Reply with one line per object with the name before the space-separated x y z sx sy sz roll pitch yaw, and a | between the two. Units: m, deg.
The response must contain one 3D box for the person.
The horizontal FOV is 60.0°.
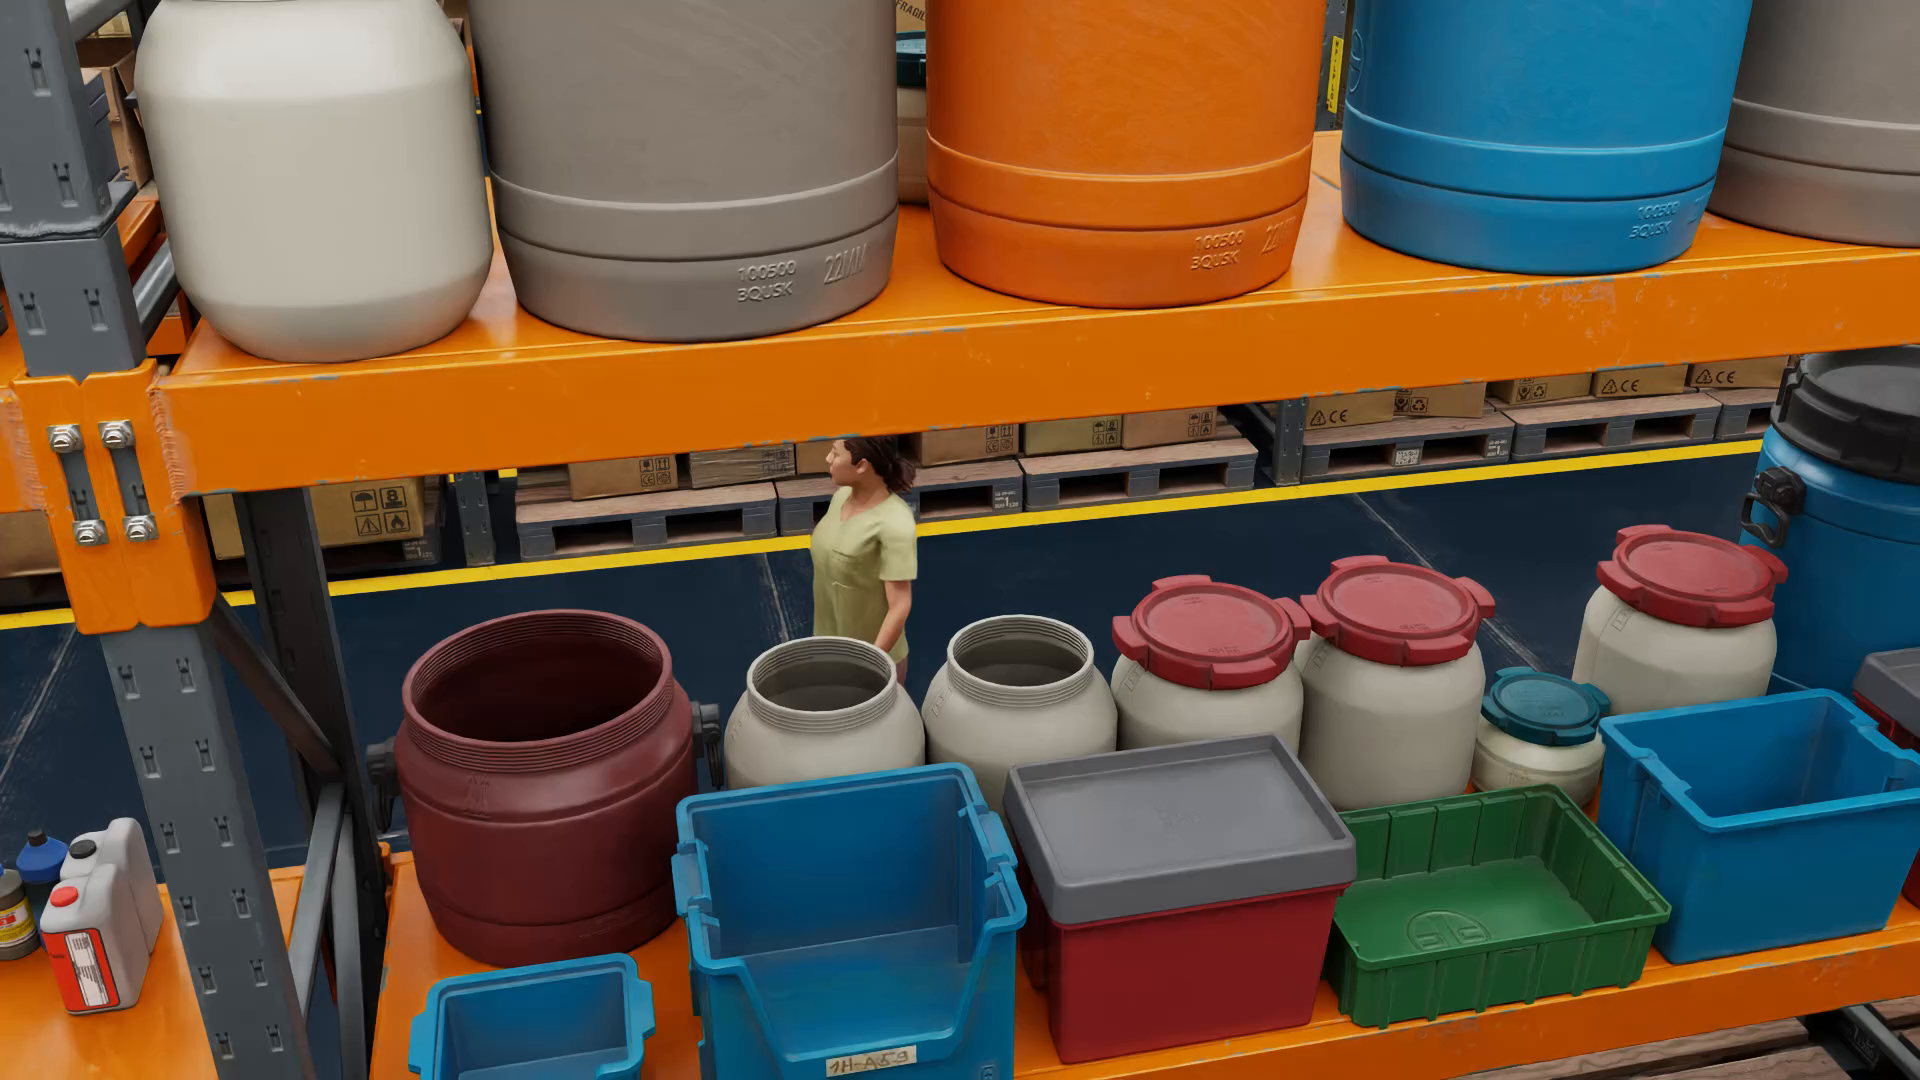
person | -0.413 0.365 5.390 0.705 1.650 0.518 -12 29 -23
